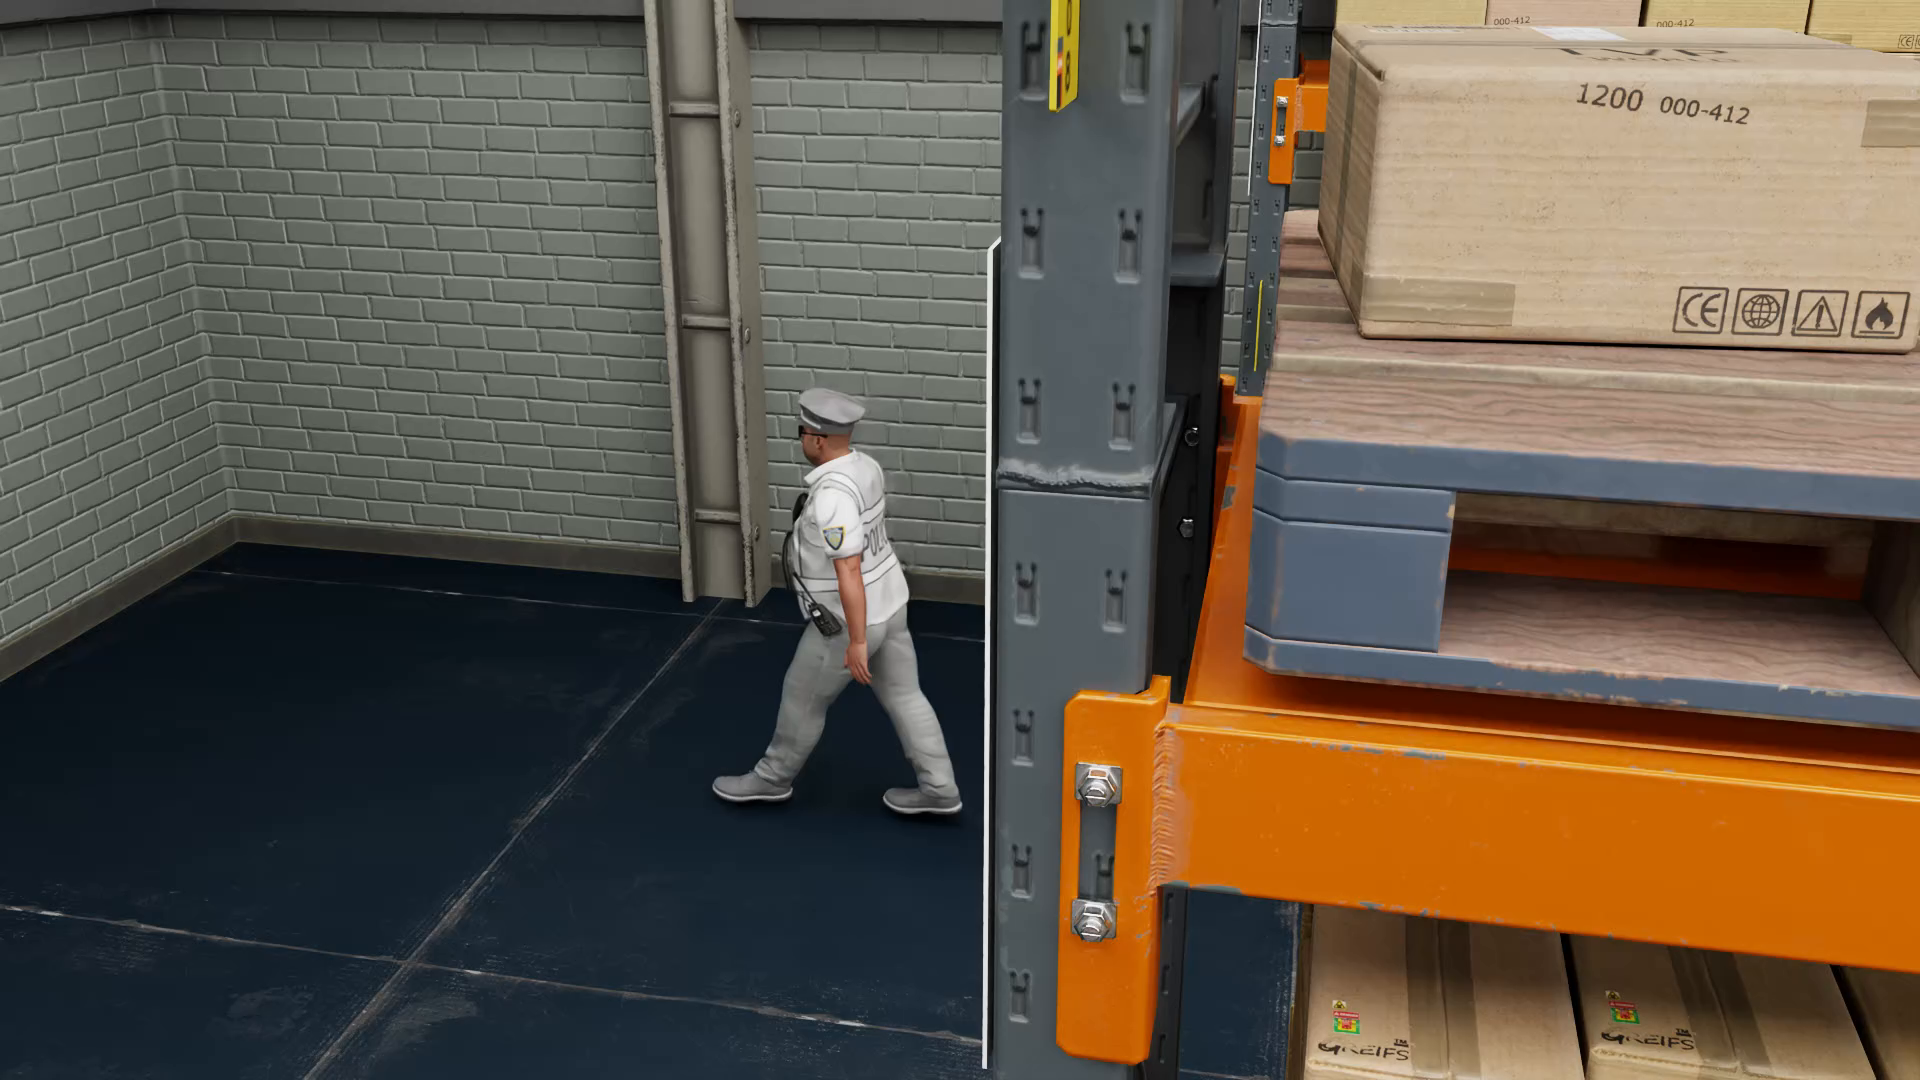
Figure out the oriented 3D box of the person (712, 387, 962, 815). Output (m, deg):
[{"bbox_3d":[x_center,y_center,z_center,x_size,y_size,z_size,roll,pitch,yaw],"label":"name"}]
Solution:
[{"bbox_3d":[-0.471,0.246,6.415,1.005,1.697,0.569,8,23,21],"label":"person"}]
